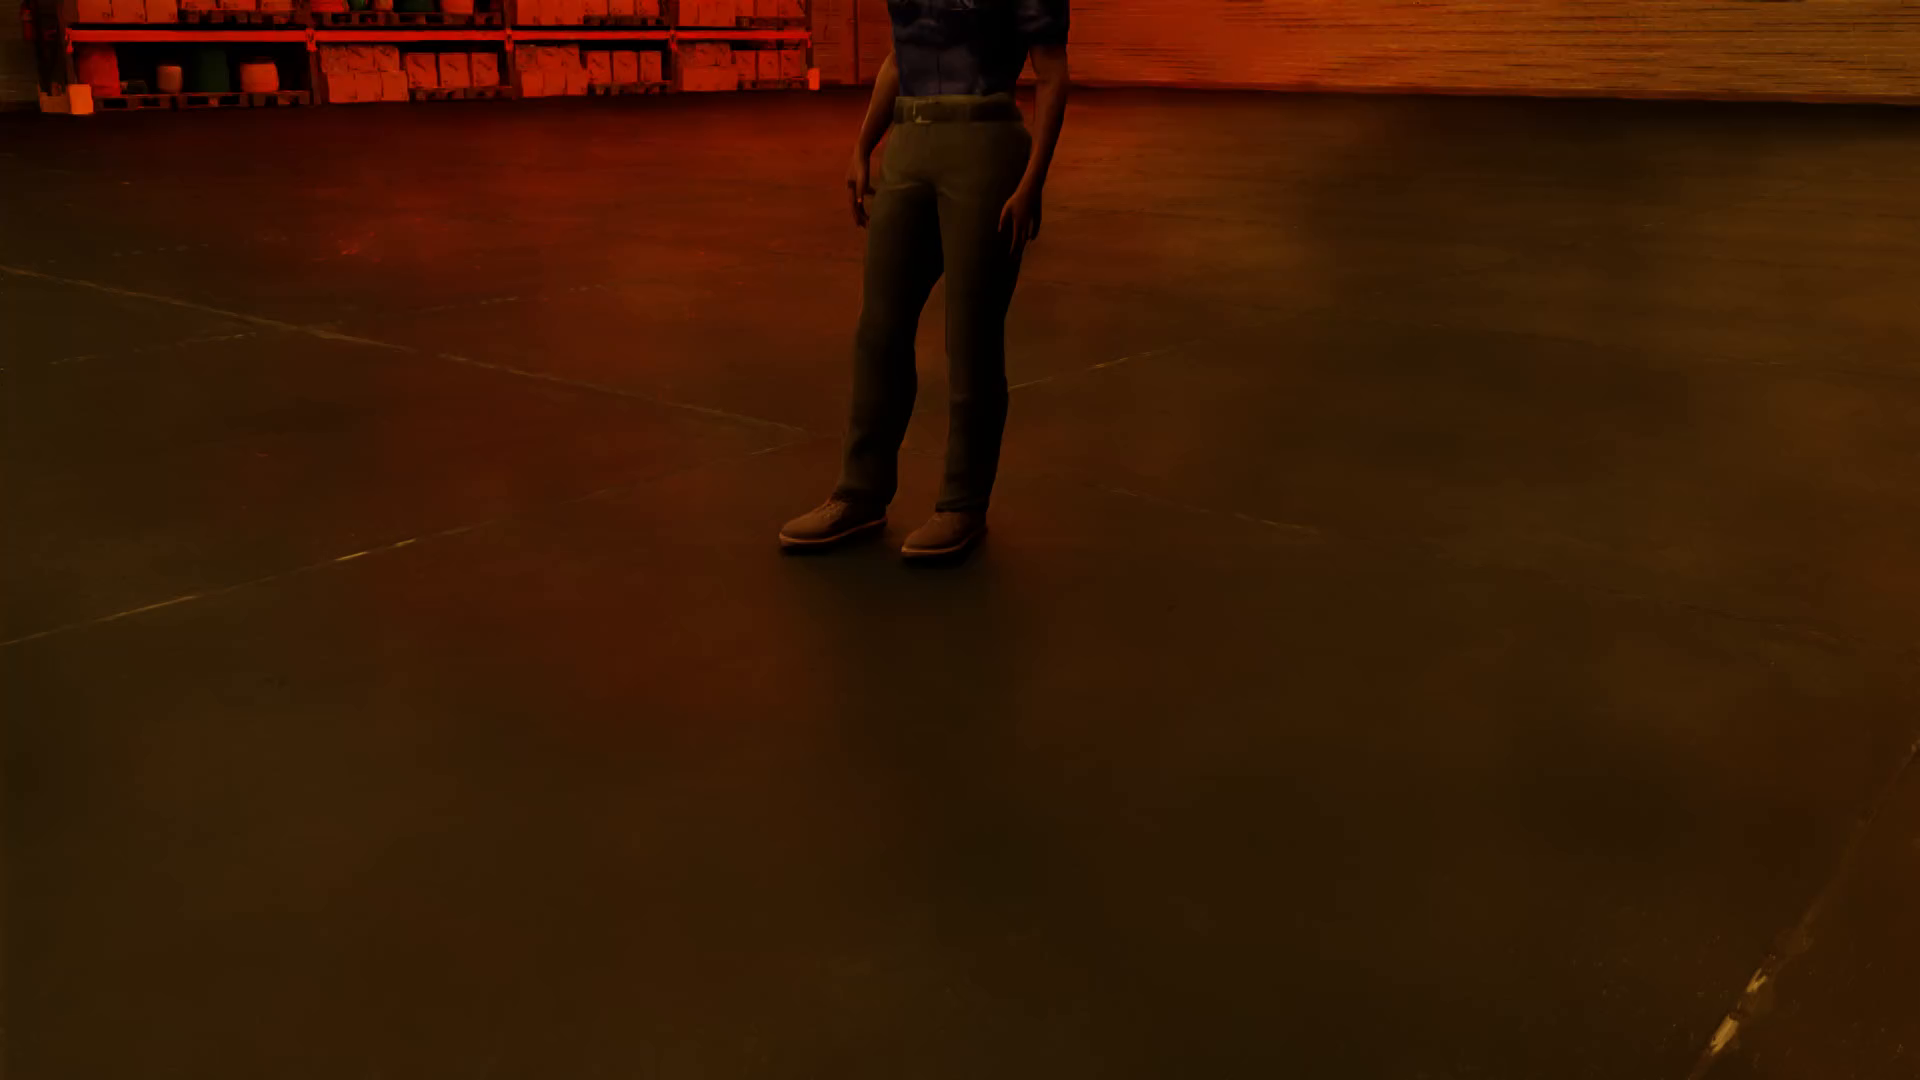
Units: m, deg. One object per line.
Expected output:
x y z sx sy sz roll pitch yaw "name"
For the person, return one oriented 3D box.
-0.071 -0.783 3.647 0.570 1.654 0.503 13 21 37 "person"
